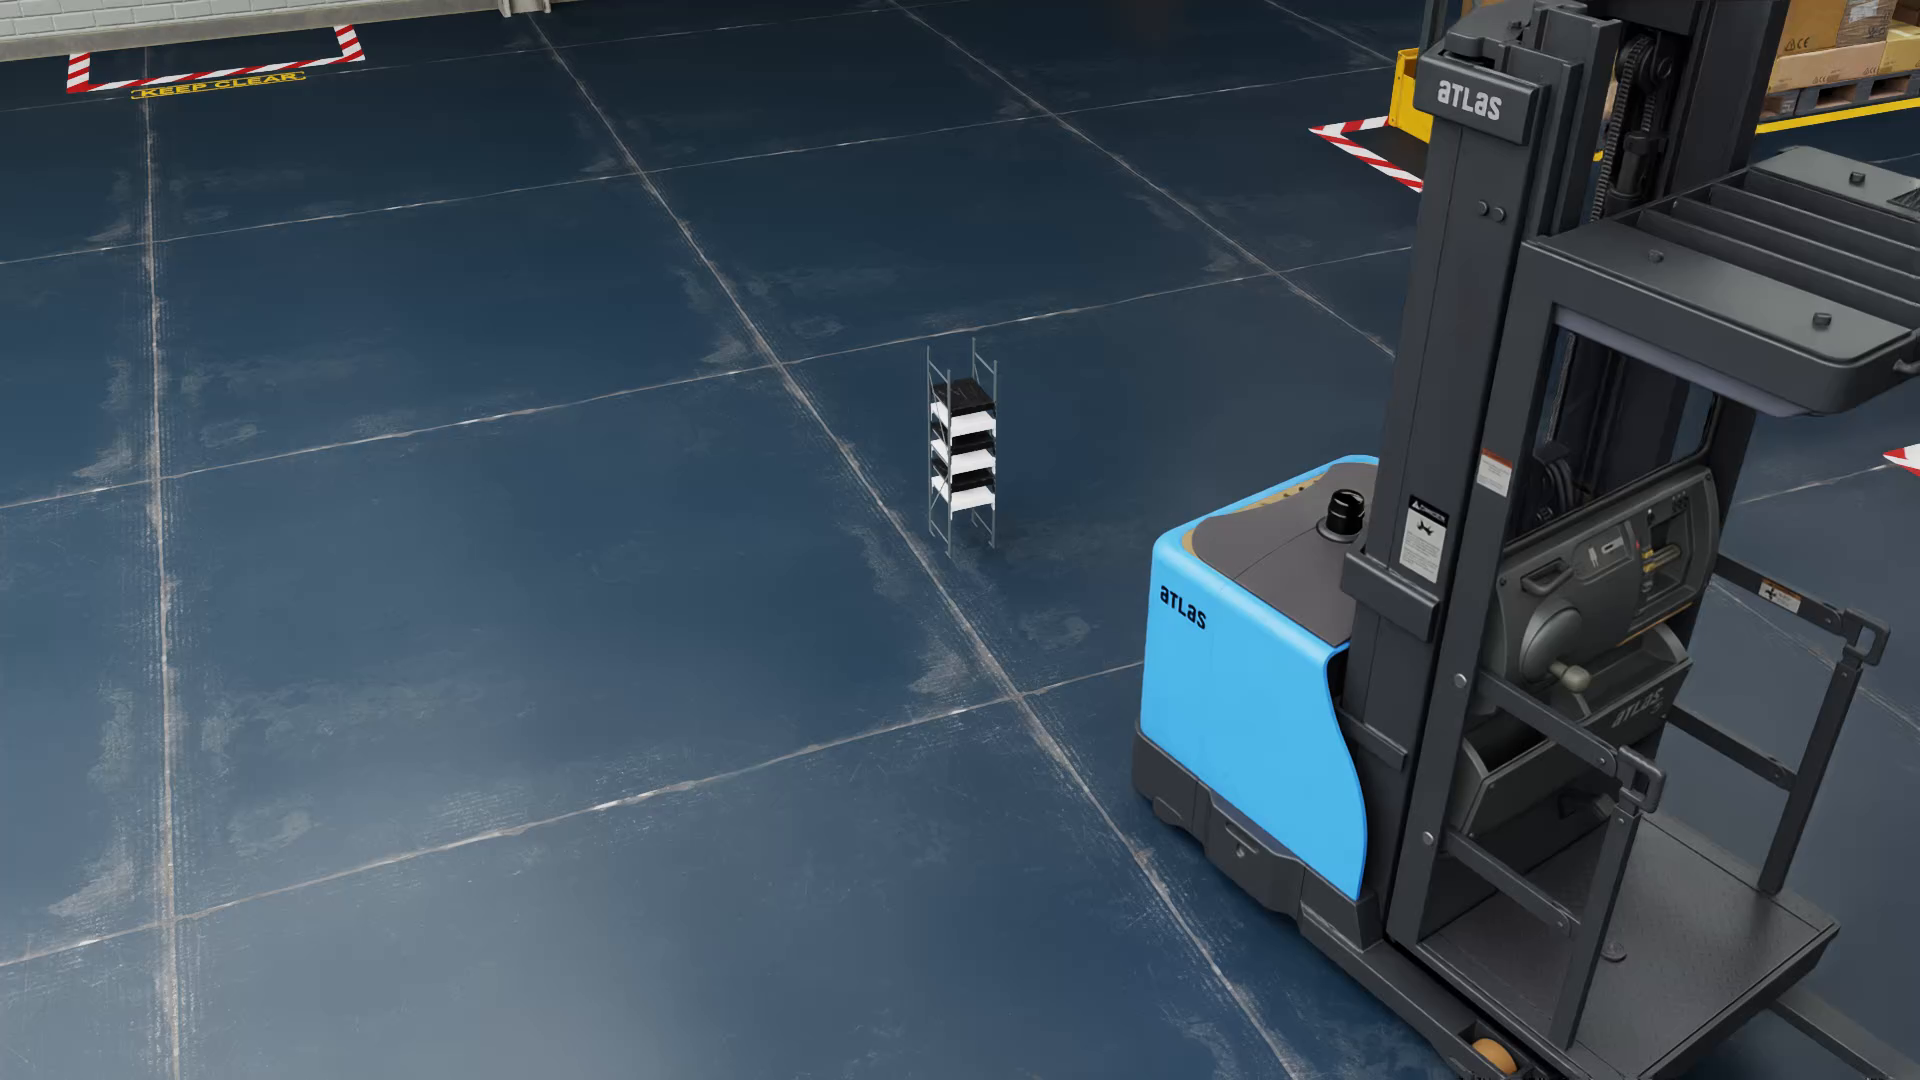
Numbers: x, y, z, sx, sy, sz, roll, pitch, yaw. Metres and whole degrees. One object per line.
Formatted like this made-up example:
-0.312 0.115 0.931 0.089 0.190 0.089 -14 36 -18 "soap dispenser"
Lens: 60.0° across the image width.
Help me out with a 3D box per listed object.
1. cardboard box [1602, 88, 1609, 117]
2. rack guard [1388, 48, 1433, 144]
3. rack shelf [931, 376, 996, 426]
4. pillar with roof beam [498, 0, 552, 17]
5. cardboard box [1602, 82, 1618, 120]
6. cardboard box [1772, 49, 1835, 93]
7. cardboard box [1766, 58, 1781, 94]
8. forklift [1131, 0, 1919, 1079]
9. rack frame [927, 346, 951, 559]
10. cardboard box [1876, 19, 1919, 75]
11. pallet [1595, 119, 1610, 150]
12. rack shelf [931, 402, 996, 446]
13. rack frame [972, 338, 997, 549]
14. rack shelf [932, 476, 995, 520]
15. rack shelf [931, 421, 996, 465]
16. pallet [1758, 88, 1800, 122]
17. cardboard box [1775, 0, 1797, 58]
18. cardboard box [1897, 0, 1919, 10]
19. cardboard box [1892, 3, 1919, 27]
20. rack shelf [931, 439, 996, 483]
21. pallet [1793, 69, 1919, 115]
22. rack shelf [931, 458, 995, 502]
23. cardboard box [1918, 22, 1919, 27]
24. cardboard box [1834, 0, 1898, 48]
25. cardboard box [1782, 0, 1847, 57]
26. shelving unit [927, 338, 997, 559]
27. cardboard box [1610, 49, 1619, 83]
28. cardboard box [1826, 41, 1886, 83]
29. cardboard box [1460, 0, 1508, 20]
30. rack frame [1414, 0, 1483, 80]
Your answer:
4.005 -3.005 11.254 0.500 0.250 0.500 -13 35 -19 "cardboard box"
3.402 -2.927 11.291 0.348 0.500 1.175 -13 35 -19 "rack guard"
0.007 -0.577 6.878 0.200 0.077 0.258 -13 35 -19 "rack shelf"
-2.052 -6.136 8.430 0.400 9.000 9.100 -13 35 -19 "pillar with roof beam"
4.464 -3.113 11.419 0.500 0.250 0.500 -13 35 -19 "cardboard box"
5.849 -3.427 11.903 0.500 0.250 0.500 -13 35 -19 "cardboard box"
5.388 -3.321 11.740 0.500 0.250 0.500 -13 35 -19 "cardboard box"
1.869 0.158 4.320 1.130 2.935 3.031 -21 39 -29 "forklift"
-0.086 -0.357 6.974 0.006 0.900 0.240 -13 35 -19 "rack frame"
6.769 -3.640 12.231 0.500 0.250 0.500 -13 35 -19 "cardboard box"
4.113 -2.994 11.658 1.213 0.211 1.003 -13 35 -19 "pallet"
0.007 -0.502 6.927 0.200 0.077 0.258 -13 35 -19 "rack shelf"
0.101 -0.400 7.040 0.006 0.900 0.240 -13 35 -19 "rack frame"
0.007 -0.200 7.124 0.200 0.077 0.258 -13 35 -19 "rack shelf"
0.007 -0.426 6.976 0.200 0.077 0.258 -13 35 -19 "rack shelf"
5.236 -3.249 12.050 1.213 0.211 1.003 -13 35 -19 "pallet"
5.389 -3.635 11.534 0.500 0.500 0.500 -13 35 -19 "cardboard box"
7.375 -4.313 12.750 0.500 0.311 0.500 -13 35 -19 "cardboard box"
7.382 -4.082 12.909 0.500 0.250 0.500 -13 35 -19 "cardboard box"
0.007 -0.351 7.025 0.200 0.077 0.258 -13 35 -19 "rack shelf"
6.363 -3.509 12.450 1.213 0.211 1.003 -13 35 -19 "pallet"
0.007 -0.276 7.074 0.200 0.077 0.258 -13 35 -19 "rack shelf"
7.580 -3.809 12.490 0.500 0.250 0.500 -14 35 -20 "cardboard box"
6.304 -3.855 11.873 0.500 0.500 0.500 -13 35 -19 "cardboard box"
5.844 -3.748 11.708 0.500 0.500 0.500 -13 35 -19 "cardboard box"
0.007 -0.379 7.007 0.210 0.900 0.258 -13 35 -19 "shelving unit"
4.465 -3.426 11.213 0.500 0.500 0.500 -13 35 -19 "cardboard box"
6.304 -3.540 12.076 0.500 0.250 0.500 -13 35 -19 "cardboard box"
3.803 -3.581 11.452 0.500 0.500 0.500 -13 35 -19 "cardboard box"
3.424 -3.980 10.617 0.127 3.000 1.000 -13 35 -19 "rack frame"
